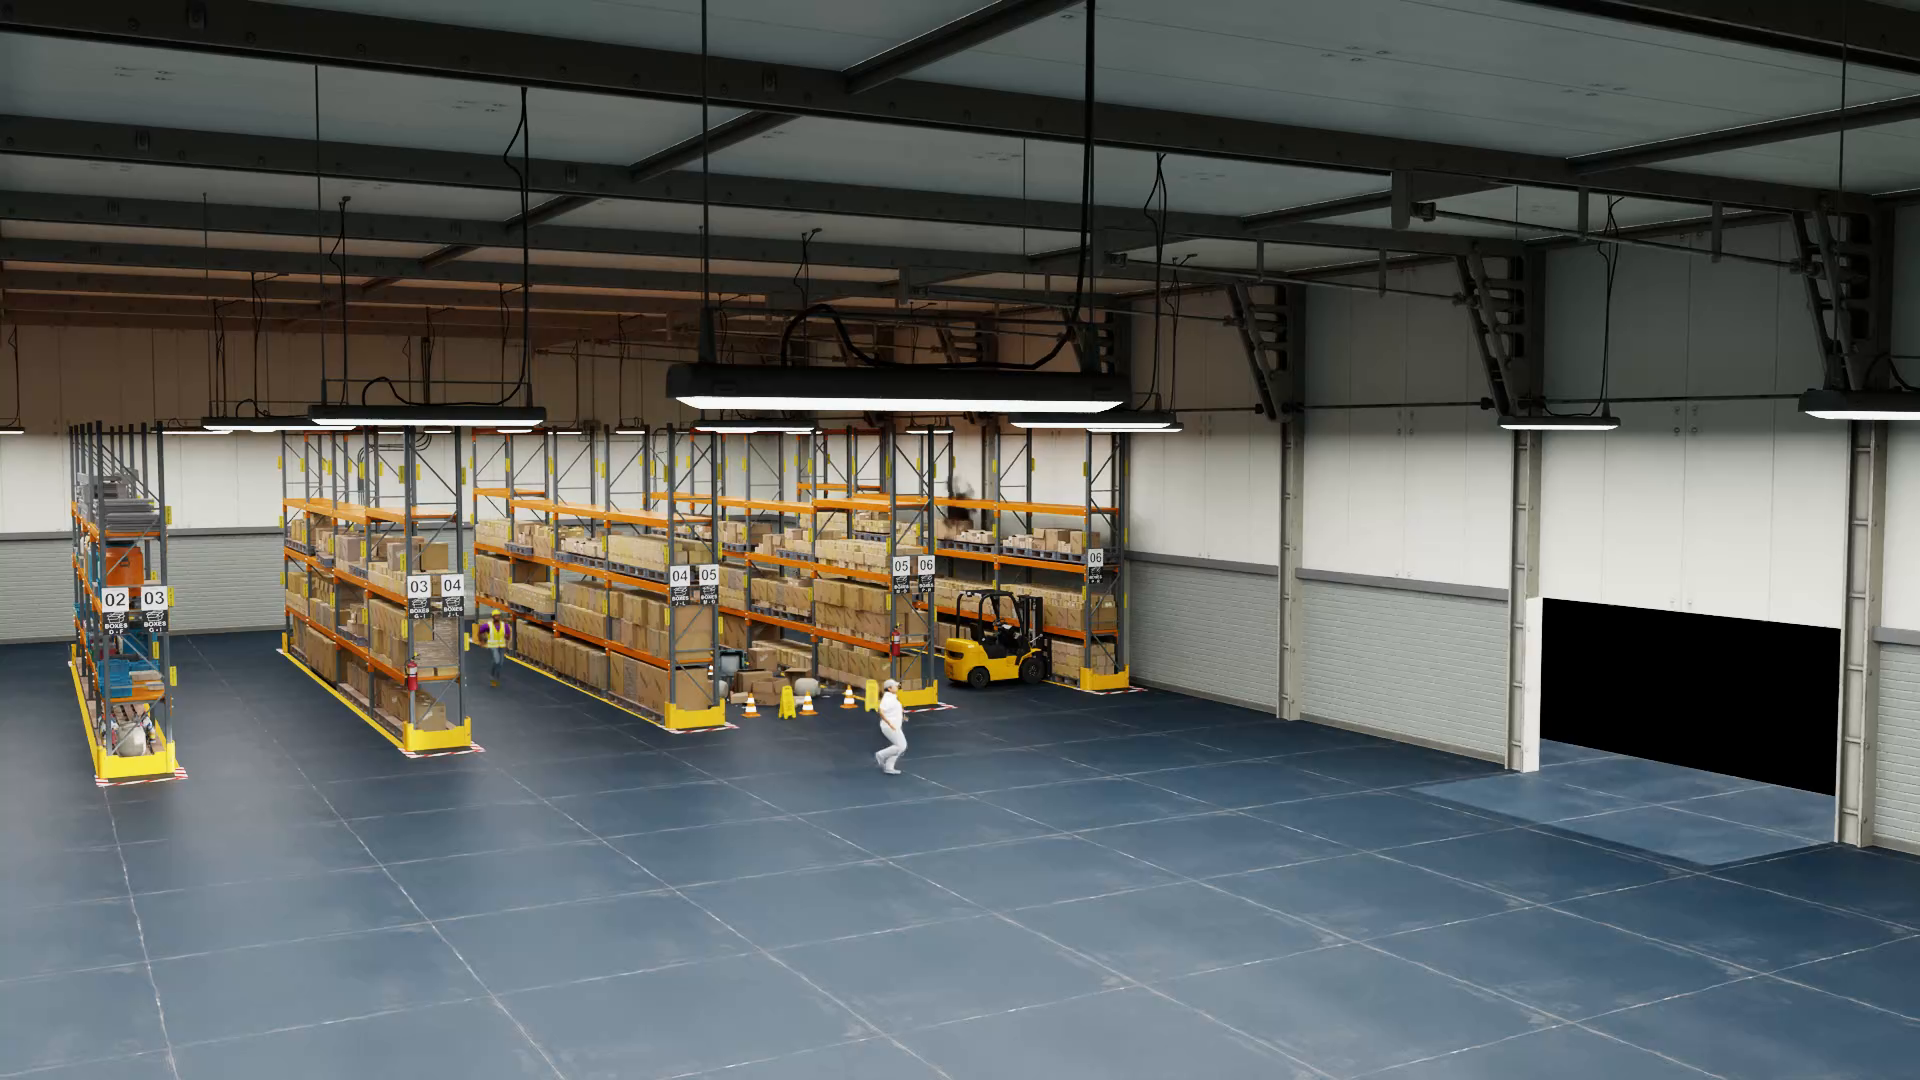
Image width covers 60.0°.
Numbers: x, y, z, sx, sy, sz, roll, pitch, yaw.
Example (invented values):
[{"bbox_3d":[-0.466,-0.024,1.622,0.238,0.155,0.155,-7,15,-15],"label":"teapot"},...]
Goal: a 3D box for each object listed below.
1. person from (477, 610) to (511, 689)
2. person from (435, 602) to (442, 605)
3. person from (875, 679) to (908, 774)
[{"bbox_3d":[-10.606,2.494,38.057,0.669,1.801,0.728,-3,5,-40],"label":"person"},{"bbox_3d":[-13.842,2.194,44.542,0.629,1.658,0.836,-1,4,-19],"label":"person"},{"bbox_3d":[-1.160,3.172,28.257,0.549,1.623,0.608,0,4,2],"label":"person"}]
